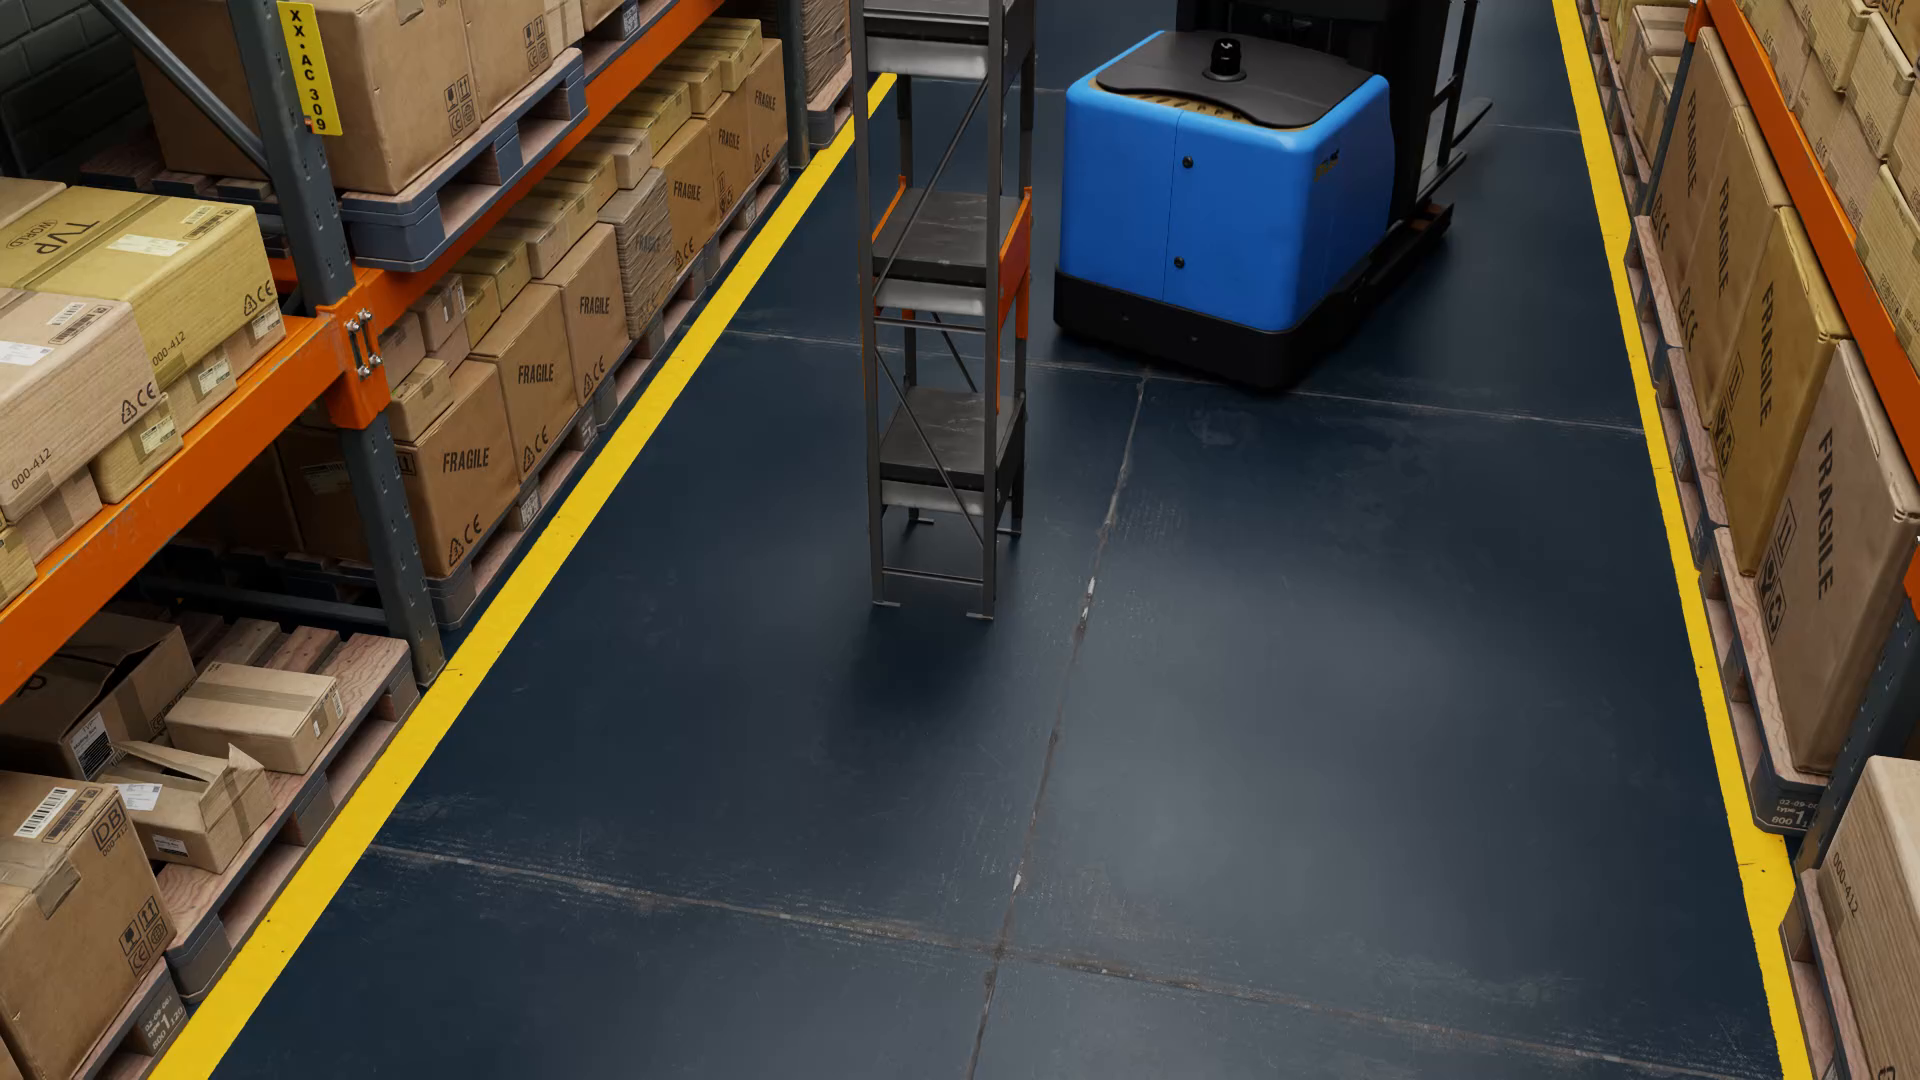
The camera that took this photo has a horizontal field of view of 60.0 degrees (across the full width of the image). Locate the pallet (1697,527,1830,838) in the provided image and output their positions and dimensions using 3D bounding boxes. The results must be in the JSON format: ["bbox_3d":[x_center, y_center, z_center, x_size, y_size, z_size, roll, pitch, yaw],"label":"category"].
[{"bbox_3d":[2.832,0.445,4.956,1.003,0.211,1.213,7,37,10],"label":"pallet"}]

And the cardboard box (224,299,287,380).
[{"bbox_3d":[-1.930,-0.536,4.147,0.380,0.149,0.250,8,37,11],"label":"cardboard box"}]

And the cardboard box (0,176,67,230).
[{"bbox_3d":[-2.478,-0.661,3.981,0.500,0.250,0.500,7,37,9],"label":"cardboard box"}]

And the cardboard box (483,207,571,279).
[{"bbox_3d":[-1.610,-1.059,5.875,0.380,0.149,0.250,7,37,10],"label":"cardboard box"}]

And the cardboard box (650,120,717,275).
[{"bbox_3d":[-1.361,-1.448,6.964,0.500,0.500,0.500,9,37,12],"label":"cardboard box"}]

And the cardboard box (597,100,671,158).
[{"bbox_3d":[-1.393,-1.656,6.699,0.380,0.149,0.250,7,36,9],"label":"cardboard box"}]

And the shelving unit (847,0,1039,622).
[{"bbox_3d":[-0.035,-0.755,5.003,0.431,2.100,0.503,7,37,10],"label":"shelving unit"}]

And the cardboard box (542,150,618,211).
[{"bbox_3d":[-1.525,-1.360,6.289,0.380,0.149,0.250,7,37,10],"label":"cardboard box"}]

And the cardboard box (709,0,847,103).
[{"bbox_3d":[-1.108,-2.709,8.598,0.875,0.625,0.625,8,37,11],"label":"cardboard box"}]

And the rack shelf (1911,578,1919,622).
[{"bbox_3d":[2.314,1.206,2.143,1.077,0.370,4.000,7,37,10],"label":"rack shelf"}]

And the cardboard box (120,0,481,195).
[{"bbox_3d":[-1.787,-1.312,4.561,0.700,0.500,0.500,8,37,11],"label":"cardboard box"}]

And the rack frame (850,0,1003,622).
[{"bbox_3d":[-0.087,-0.615,4.810,0.400,2.100,0.015,7,37,10],"label":"rack frame"}]

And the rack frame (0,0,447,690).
[{"bbox_3d":[-2.109,-0.852,4.369,1.000,3.000,0.127,7,37,10],"label":"rack frame"}]

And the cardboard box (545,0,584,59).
[{"bbox_3d":[-1.437,-1.716,5.318,0.396,0.266,0.258,9,37,12],"label":"cardboard box"}]

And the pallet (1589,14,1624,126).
[{"bbox_3d":[4.027,-2.541,9.076,1.003,0.211,1.213,7,37,10],"label":"pallet"}]

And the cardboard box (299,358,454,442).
[{"bbox_3d":[-1.772,-0.445,5.027,0.380,0.149,0.250,9,37,12],"label":"cardboard box"}]

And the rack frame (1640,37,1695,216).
[{"bbox_3d":[3.596,-2.525,6.678,1.000,3.000,0.127,7,37,10],"label":"rack frame"}]

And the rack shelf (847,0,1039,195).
[{"bbox_3d":[-0.035,-1.311,4.600,0.431,0.518,0.480,7,37,10],"label":"rack shelf"}]

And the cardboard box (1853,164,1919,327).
[{"bbox_3d":[2.701,-0.752,4.359,0.500,0.250,0.500,7,36,9],"label":"cardboard box"}]

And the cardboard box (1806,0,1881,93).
[{"bbox_3d":[2.895,-1.538,5.017,0.500,0.250,0.500,8,37,11],"label":"cardboard box"}]

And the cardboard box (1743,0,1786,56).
[{"bbox_3d":[3.153,-1.919,5.969,0.500,0.250,0.500,6,36,9],"label":"cardboard box"}]

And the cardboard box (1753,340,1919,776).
[{"bbox_3d":[2.795,0.093,4.518,0.875,0.875,0.875,8,37,11],"label":"cardboard box"}]

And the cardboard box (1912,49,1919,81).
[{"bbox_3d":[2.695,-1.262,3.998,0.500,0.500,0.500,8,37,11],"label":"cardboard box"}]

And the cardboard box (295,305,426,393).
[{"bbox_3d":[-1.831,-0.573,4.950,0.380,0.149,0.250,7,36,9],"label":"cardboard box"}]

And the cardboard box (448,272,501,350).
[{"bbox_3d":[-1.745,-0.762,5.464,0.380,0.149,0.250,6,36,8],"label":"cardboard box"}]

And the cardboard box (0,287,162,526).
[{"bbox_3d":[-2.072,-0.300,3.482,0.500,0.250,0.500,7,37,10],"label":"cardboard box"}]

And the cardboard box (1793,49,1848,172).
[{"bbox_3d":[2.933,-1.335,5.164,0.500,0.250,0.500,7,37,10],"label":"cardboard box"}]

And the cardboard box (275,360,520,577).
[{"bbox_3d":[-1.786,-0.259,5.323,0.500,0.500,0.500,9,37,12],"label":"cardboard box"}]

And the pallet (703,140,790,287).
[{"bbox_3d":[-1.451,-1.593,7.768,1.003,0.211,1.213,7,37,10],"label":"pallet"}]

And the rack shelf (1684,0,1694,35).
[{"bbox_3d":[4.023,-3.380,8.471,1.077,0.370,4.000,7,37,10],"label":"rack shelf"}]

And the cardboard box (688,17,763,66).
[{"bbox_3d":[-1.112,-2.251,7.519,0.380,0.149,0.250,6,36,8],"label":"cardboard box"}]

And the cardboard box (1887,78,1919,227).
[{"bbox_3d":[2.697,-0.944,4.199,0.500,0.250,0.500,8,37,11],"label":"cardboard box"}]

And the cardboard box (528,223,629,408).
[{"bbox_3d":[-1.571,-0.851,6.140,0.500,0.500,0.500,6,36,9],"label":"cardboard box"}]

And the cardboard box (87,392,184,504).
[{"bbox_3d":[-1.996,-0.232,3.728,0.380,0.149,0.250,8,37,11],"label":"cardboard box"}]

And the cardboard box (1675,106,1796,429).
[{"bbox_3d":[3.172,-0.938,5.941,0.875,0.875,0.875,8,37,11],"label":"cardboard box"}]

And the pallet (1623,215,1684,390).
[{"bbox_3d":[3.353,-0.953,6.886,1.003,0.211,1.213,7,37,10],"label":"pallet"}]

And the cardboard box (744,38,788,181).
[{"bbox_3d":[-1.135,-2.034,7.772,0.500,0.500,0.500,8,37,11],"label":"cardboard box"}]

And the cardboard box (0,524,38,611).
[{"bbox_3d":[-2.106,0.065,3.318,0.380,0.149,0.250,7,36,9],"label":"cardboard box"}]

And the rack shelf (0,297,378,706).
[{"bbox_3d":[-2.536,0.586,2.998,1.077,0.370,4.000,7,37,10],"label":"rack shelf"}]

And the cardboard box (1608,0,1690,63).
[{"bbox_3d":[4.043,-2.812,8.955,0.950,0.372,0.625,8,37,12],"label":"cardboard box"}]

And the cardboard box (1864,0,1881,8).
[{"bbox_3d":[2.918,-1.849,4.808,0.500,0.500,0.500,8,37,11],"label":"cardboard box"}]

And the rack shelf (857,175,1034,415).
[{"bbox_3d":[-0.035,-0.744,5.011,0.431,0.518,0.480,7,37,10],"label":"rack shelf"}]

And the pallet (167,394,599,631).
[{"bbox_3d":[-1.972,-0.194,5.838,1.003,0.211,1.213,7,37,10],"label":"pallet"}]

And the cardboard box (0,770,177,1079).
[{"bbox_3d":[-2.298,0.864,3.774,0.700,0.500,0.500,6,36,8],"label":"cardboard box"}]

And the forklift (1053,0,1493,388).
[{"bbox_3d":[1.607,-2.607,6.850,1.130,2.935,3.031,21,41,26],"label":"forklift"}]

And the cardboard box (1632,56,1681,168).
[{"bbox_3d":[3.726,-1.954,7.771,0.950,0.372,0.625,5,36,7],"label":"cardboard box"}]

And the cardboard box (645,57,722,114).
[{"bbox_3d":[-1.240,-1.945,7.097,0.380,0.149,0.250,6,36,8],"label":"cardboard box"}]

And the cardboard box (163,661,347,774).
[{"bbox_3d":[-1.941,0.489,4.591,0.380,0.149,0.250,6,36,9],"label":"cardboard box"}]

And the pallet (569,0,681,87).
[{"bbox_3d":[-1.665,-1.952,6.051,1.003,0.211,1.213,7,37,10],"label":"pallet"}]

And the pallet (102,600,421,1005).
[{"bbox_3d":[-2.256,0.671,4.645,1.003,0.211,1.213,7,37,10],"label":"pallet"}]
